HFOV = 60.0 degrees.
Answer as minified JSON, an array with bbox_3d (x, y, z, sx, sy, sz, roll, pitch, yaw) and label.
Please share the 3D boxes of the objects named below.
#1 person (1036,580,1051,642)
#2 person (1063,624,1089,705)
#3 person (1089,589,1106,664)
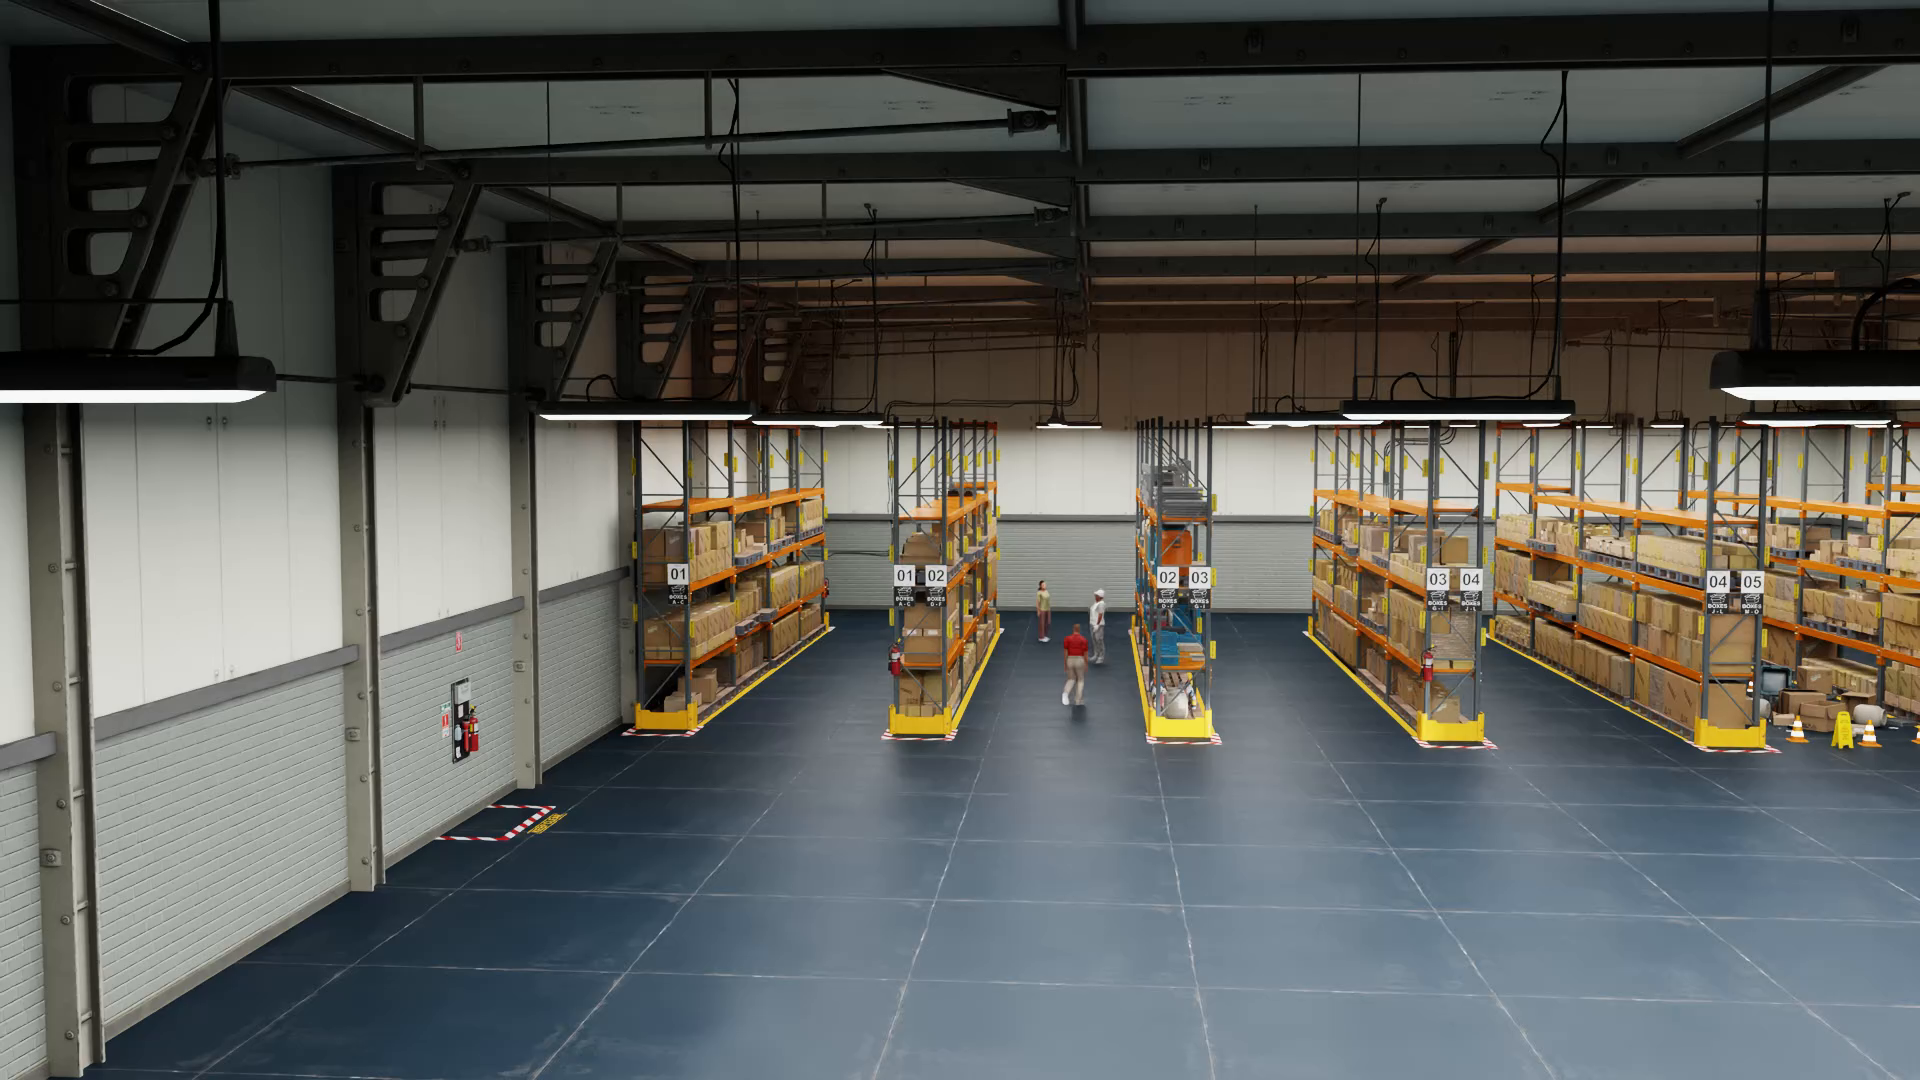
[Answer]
[{"bbox_3d":[2.282,1.930,45.316,0.514,1.673,0.419,-3,5,-40],"label":"person"},{"bbox_3d":[2.406,2.593,34.584,0.541,1.714,0.609,3,5,35],"label":"person"},{"bbox_3d":[3.374,2.116,40.935,0.444,1.806,0.570,-2,4,-25],"label":"person"}]
